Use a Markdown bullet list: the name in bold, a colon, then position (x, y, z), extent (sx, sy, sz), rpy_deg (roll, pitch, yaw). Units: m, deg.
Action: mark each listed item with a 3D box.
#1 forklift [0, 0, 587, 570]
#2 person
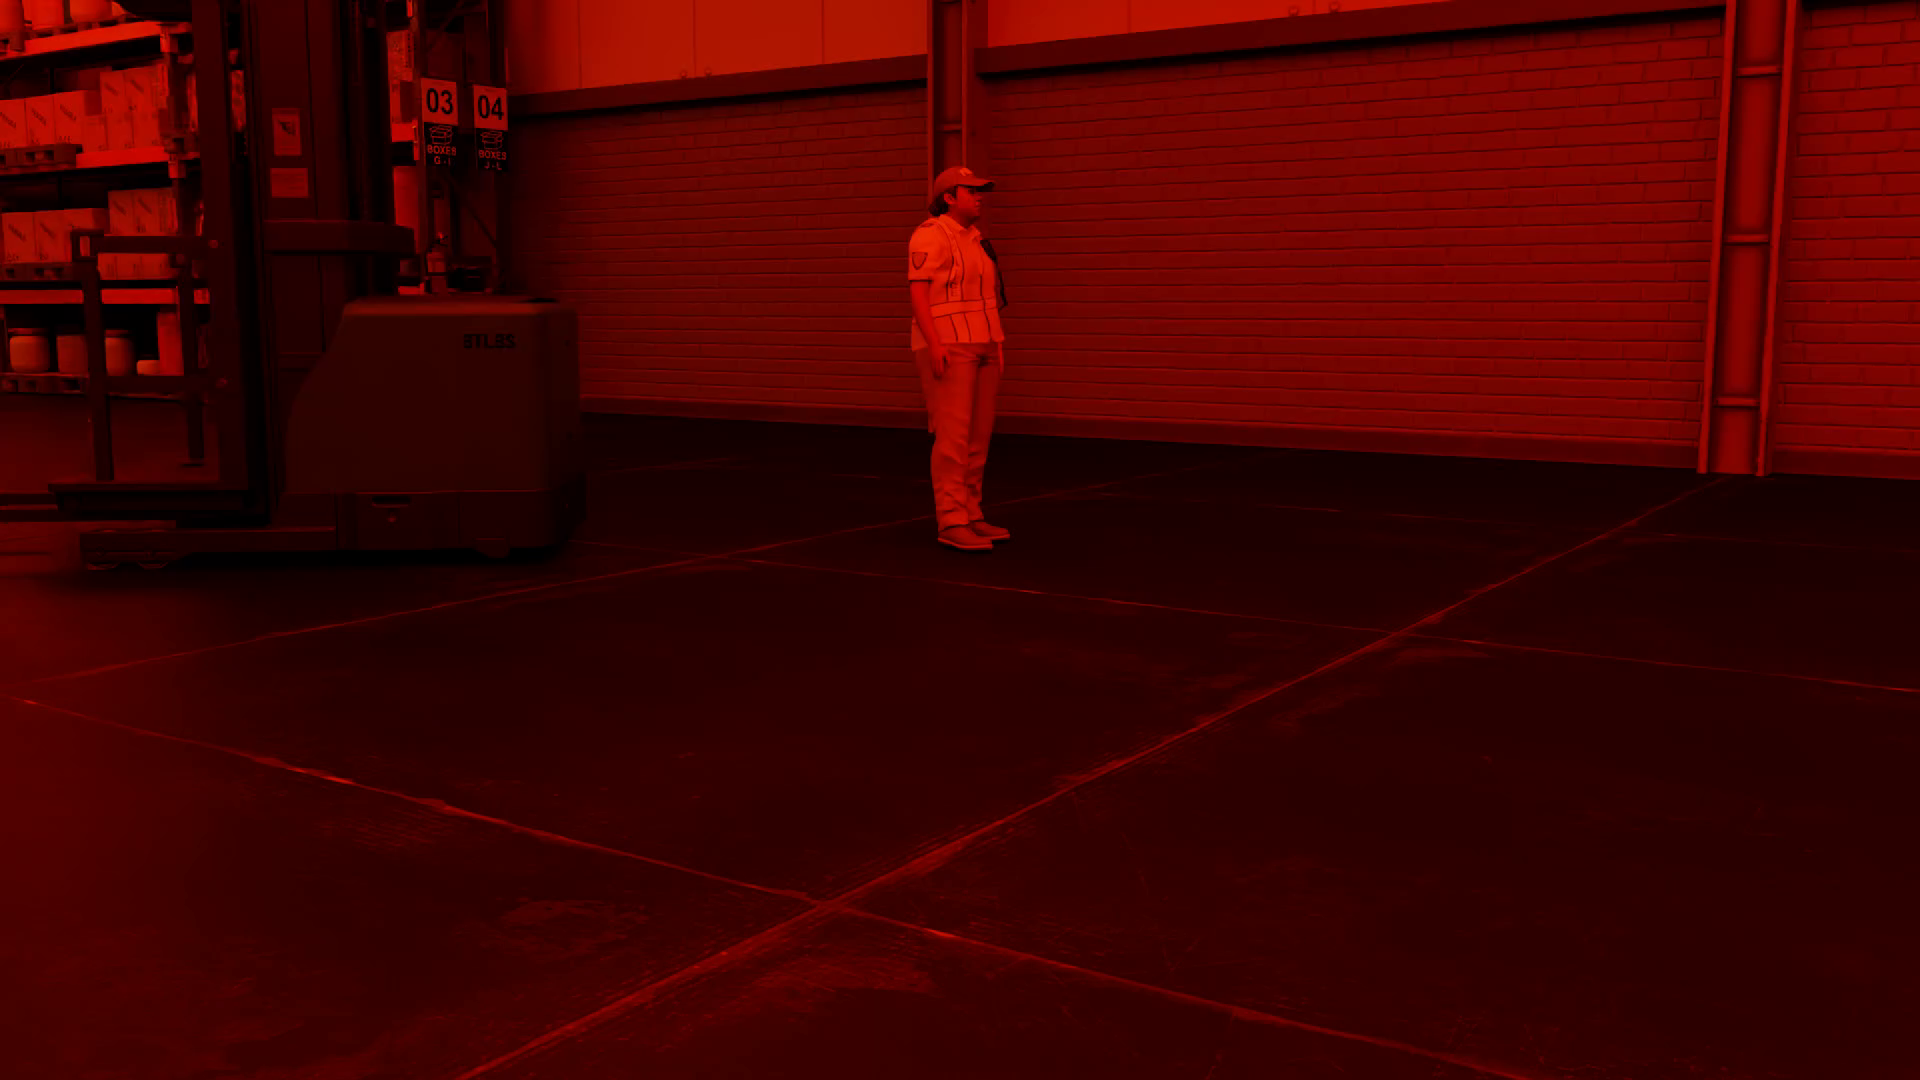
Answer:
- **forklift**: position (-3.232, -1.406, 7.080), extent (3.031, 2.935, 1.130), rpy_deg (-1, 8, -5)
- **person**: position (0.051, -0.824, 7.424), extent (0.529, 1.670, 0.599), rpy_deg (5, 10, 34)
